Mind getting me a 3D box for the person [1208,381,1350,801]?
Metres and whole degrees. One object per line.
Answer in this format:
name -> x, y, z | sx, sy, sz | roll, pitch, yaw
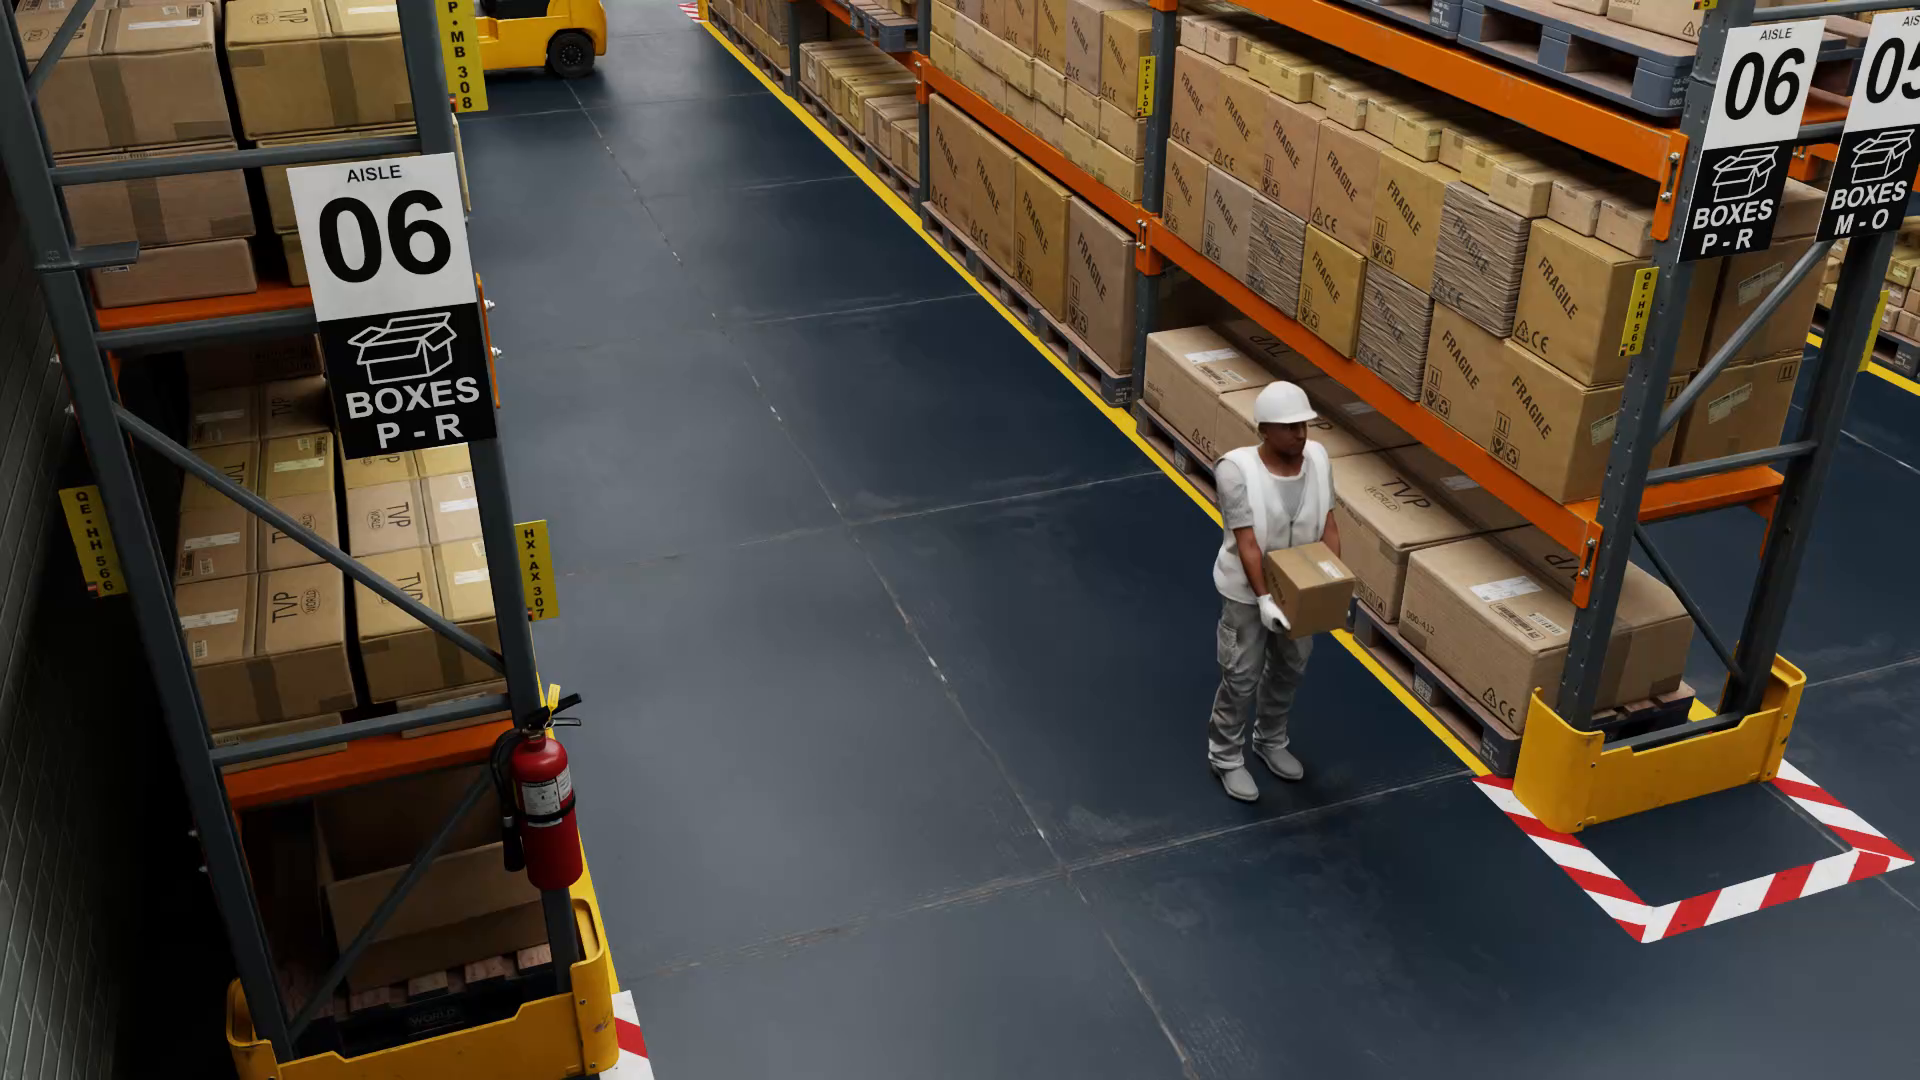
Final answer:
person -> 1.294, 0.245, 6.679 | 0.488, 1.779, 0.580 | -11, 31, -18
